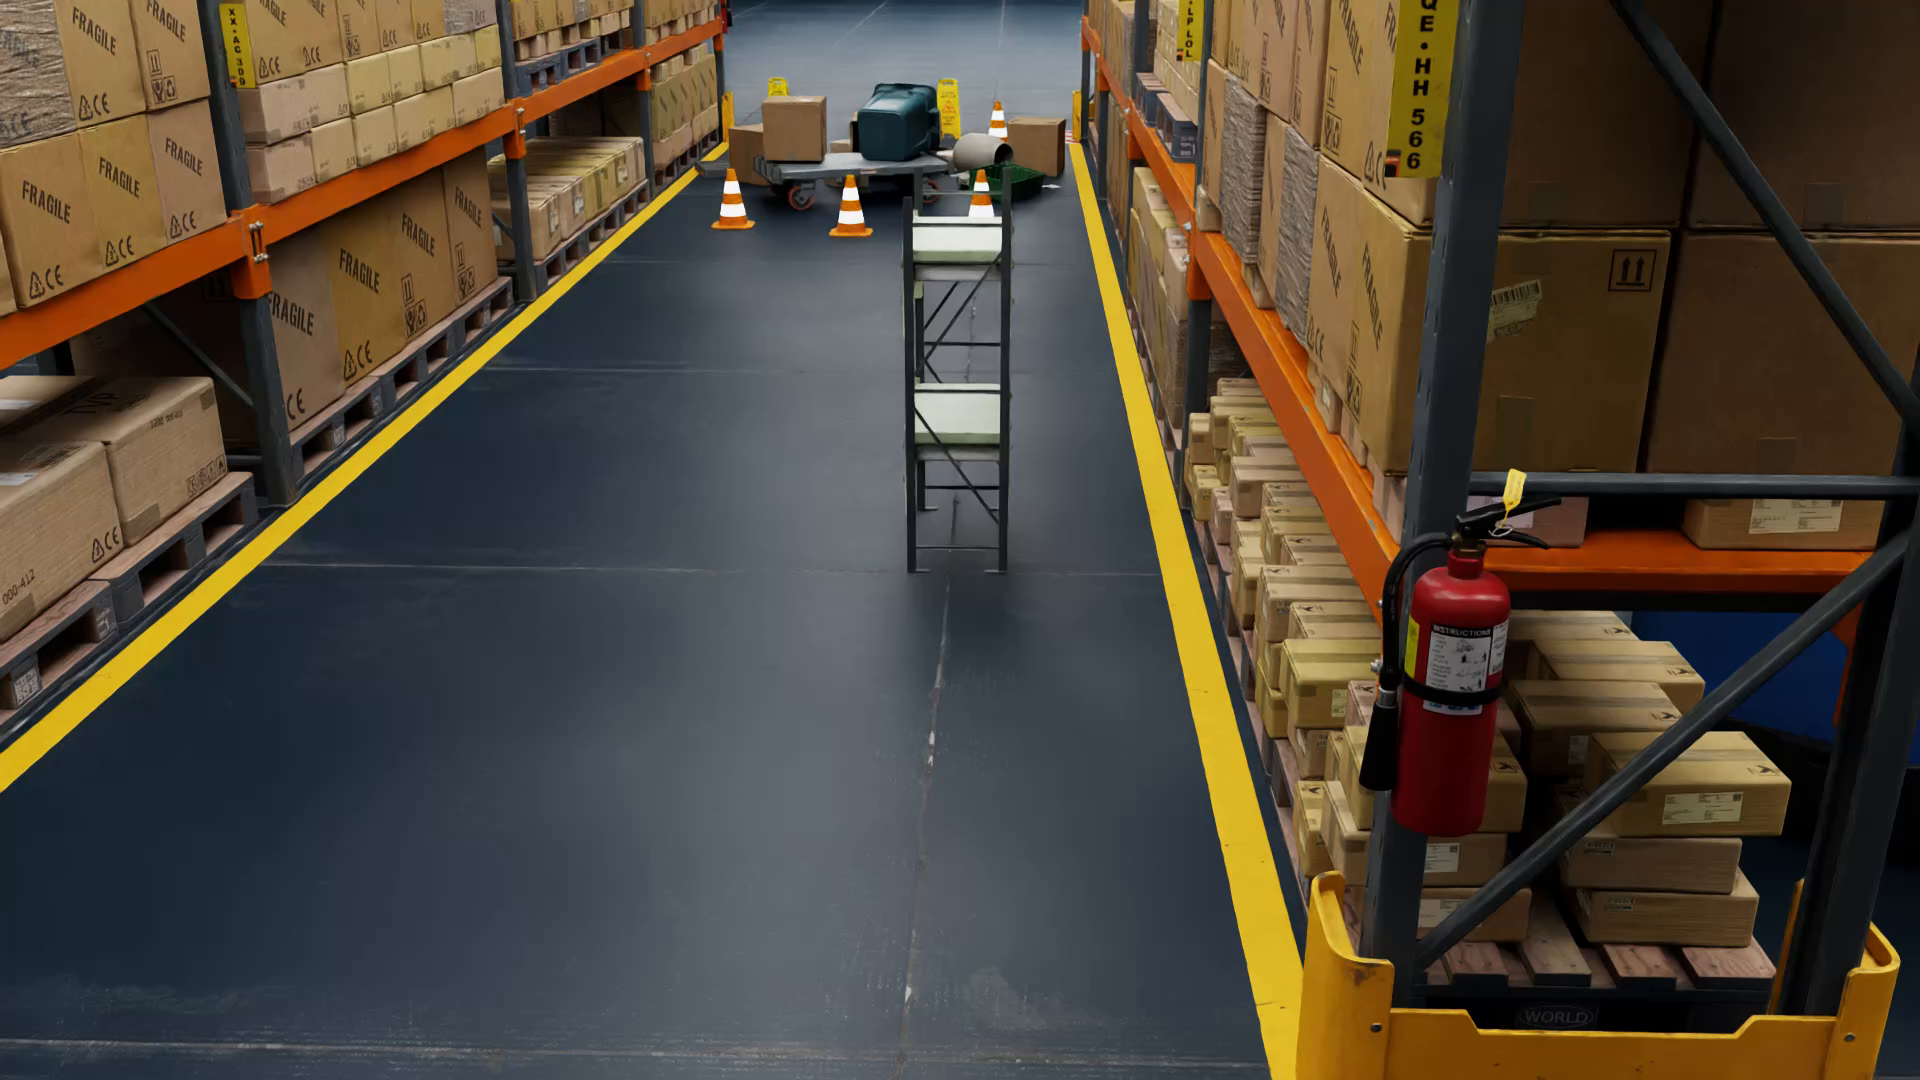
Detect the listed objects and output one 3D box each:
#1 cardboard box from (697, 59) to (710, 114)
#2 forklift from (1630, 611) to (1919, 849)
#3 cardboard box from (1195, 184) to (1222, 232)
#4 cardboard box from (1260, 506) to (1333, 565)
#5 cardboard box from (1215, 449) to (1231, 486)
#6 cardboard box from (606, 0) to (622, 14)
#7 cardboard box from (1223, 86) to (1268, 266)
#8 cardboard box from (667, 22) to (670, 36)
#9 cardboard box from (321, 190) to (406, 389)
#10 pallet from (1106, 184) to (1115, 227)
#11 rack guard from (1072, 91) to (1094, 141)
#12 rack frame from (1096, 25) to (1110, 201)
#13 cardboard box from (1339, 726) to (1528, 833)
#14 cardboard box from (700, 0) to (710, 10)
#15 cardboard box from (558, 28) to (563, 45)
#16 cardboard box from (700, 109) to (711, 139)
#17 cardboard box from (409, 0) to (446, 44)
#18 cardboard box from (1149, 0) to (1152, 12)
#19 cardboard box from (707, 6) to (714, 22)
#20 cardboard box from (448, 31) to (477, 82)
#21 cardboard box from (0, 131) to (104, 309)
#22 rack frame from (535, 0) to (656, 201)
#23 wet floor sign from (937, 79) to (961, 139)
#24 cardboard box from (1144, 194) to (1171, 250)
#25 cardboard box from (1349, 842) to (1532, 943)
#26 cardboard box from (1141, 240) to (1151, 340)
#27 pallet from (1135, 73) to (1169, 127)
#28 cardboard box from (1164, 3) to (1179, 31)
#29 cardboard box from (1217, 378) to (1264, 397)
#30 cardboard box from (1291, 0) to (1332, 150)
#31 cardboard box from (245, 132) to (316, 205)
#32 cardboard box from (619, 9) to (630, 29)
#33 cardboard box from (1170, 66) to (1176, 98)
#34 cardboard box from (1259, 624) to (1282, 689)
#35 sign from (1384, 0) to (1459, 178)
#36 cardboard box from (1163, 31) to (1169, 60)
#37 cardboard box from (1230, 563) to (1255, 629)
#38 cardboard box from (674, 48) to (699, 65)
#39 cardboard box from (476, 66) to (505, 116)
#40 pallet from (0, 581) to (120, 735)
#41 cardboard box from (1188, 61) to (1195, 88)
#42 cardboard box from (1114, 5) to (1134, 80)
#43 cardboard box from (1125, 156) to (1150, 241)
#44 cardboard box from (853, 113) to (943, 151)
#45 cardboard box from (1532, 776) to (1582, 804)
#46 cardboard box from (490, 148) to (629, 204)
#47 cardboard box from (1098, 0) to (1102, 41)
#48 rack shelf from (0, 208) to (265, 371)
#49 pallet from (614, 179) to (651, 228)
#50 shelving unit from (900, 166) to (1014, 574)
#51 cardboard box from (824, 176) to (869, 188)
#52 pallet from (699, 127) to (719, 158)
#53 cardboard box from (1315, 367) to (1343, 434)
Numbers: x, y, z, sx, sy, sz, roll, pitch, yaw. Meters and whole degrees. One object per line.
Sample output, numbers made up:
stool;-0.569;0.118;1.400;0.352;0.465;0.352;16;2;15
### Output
cardboard box;-2.884;-4.680;17.127;0.500;0.500;0.500;1;21;4
forklift;3.491;-0.463;4.169;3.031;2.935;1.130;15;26;33
cardboard box;1.143;-1.325;6.643;0.380;0.149;0.250;1;21;4
cardboard box;1.188;0.002;5.414;0.380;0.149;0.250;1;21;2
cardboard box;1.229;-0.326;6.672;0.380;0.149;0.250;1;21;2
cardboard box;-3.028;-4.483;13.307;0.500;0.500;0.500;1;21;2
cardboard box;1.152;-1.189;5.397;0.500;0.500;0.500;0;21;0
cardboard box;-2.946;-4.818;15.648;0.380;0.149;0.250;1;21;1
cardboard box;-3.514;-1.315;8.629;0.875;0.875;0.875;1;21;3
pallet;1.773;-2.853;14.091;1.003;0.211;1.213;1;21;2
rack guard;1.844;-4.723;18.509;1.175;0.500;0.348;1;21;2
rack frame;1.722;-4.433;14.308;1.000;3.000;0.127;1;21;2
cardboard box;1.119;0.567;3.958;0.380;0.149;0.250;1;21;2
cardboard box;-2.869;-5.702;17.029;0.500;0.500;0.500;1;21;2
cardboard box;-3.131;-3.689;12.156;0.380;0.149;0.250;1;21;4
cardboard box;-2.887;-4.329;17.259;0.500;0.250;0.500;1;21;2
cardboard box;-3.134;-2.963;8.997;0.500;0.500;0.500;1;21;2
cardboard box;1.638;-3.845;11.271;0.700;0.500;0.500;0;21;1
cardboard box;-2.802;-5.550;17.533;0.380;0.149;0.250;0;21;1
cardboard box;-3.124;-2.805;9.627;0.500;0.250;0.500;0;21;0
cardboard box;-3.242;-1.067;5.493;0.500;0.500;0.500;0;21;1
rack frame;-3.229;-4.451;14.354;1.000;3.000;0.127;1;21;2
wet floor sign;-0.135;-4.814;18.544;0.267;0.644;0.232;-3;21;-8
cardboard box;1.294;-1.758;9.252;0.500;0.250;0.500;1;21;2
cardboard box;1.164;0.846;4.061;0.380;0.149;0.250;1;21;3
cardboard box;1.301;-1.397;9.357;0.500;0.500;0.500;0;21;0
pallet;1.685;-2.639;9.948;1.213;0.211;1.003;1;21;2
cardboard box;1.375;-2.992;9.538;0.380;0.149;0.250;1;21;1
cardboard box;1.261;-0.562;6.870;0.380;0.149;0.250;1;21;4
cardboard box;1.144;-1.285;4.263;0.500;0.500;0.500;2;21;4
cardboard box;-3.195;-1.645;7.329;0.500;0.250;0.500;0;21;0
cardboard box;-2.969;-4.341;13.836;0.380;0.149;0.250;1;21;2
cardboard box;1.356;-2.518;9.137;0.380;0.149;0.250;1;21;3
cardboard box;1.104;0.331;4.978;0.380;0.149;0.250;1;21;2
sign;0.803;-0.795;2.893;0.100;0.325;0.005;1;21;2
cardboard box;1.374;-2.837;9.549;0.380;0.149;0.250;0;21;0
cardboard box;1.147;0.190;5.752;0.380;0.149;0.250;0;21;0
cardboard box;-2.836;-4.851;16.672;0.380;0.149;0.250;2;21;4
cardboard box;-3.107;-2.749;10.175;0.500;0.250;0.500;0;21;0
pallet;-3.608;0.458;5.557;1.003;0.211;1.213;1;21;2
cardboard box;1.323;-2.282;8.119;0.380;0.149;0.250;0;21;-1
cardboard box;1.377;-3.560;11.920;0.500;0.500;0.500;0;21;1
cardboard box;1.708;-2.353;11.476;1.050;0.750;0.750;0;21;1
cardboard box;-0.630;-4.071;16.824;0.797;0.503;0.637;-16;26;-35
cardboard box;1.694;0.615;4.246;0.380;0.149;0.250;1;21;1
cardboard box;-3.261;-2.972;13.594;0.950;0.372;0.625;2;21;5
cardboard box;1.715;-4.836;15.138;0.875;0.550;0.550;1;21;2
rack shelf;-3.533;-0.500;5.165;1.077;0.370;4.000;1;21;2
pallet;-3.251;-2.870;14.133;1.003;0.211;1.213;1;21;2
shelving unit;0.000;-0.702;6.764;0.431;1.500;0.755;1;21;2
cardboard box;-1.059;-3.447;15.547;0.258;0.266;0.396;-16;26;-35
pallet;-3.170;-4.276;17.759;1.003;0.211;1.213;1;21;2
cardboard box;1.106;-0.371;4.186;0.380;0.149;0.250;1;21;3
